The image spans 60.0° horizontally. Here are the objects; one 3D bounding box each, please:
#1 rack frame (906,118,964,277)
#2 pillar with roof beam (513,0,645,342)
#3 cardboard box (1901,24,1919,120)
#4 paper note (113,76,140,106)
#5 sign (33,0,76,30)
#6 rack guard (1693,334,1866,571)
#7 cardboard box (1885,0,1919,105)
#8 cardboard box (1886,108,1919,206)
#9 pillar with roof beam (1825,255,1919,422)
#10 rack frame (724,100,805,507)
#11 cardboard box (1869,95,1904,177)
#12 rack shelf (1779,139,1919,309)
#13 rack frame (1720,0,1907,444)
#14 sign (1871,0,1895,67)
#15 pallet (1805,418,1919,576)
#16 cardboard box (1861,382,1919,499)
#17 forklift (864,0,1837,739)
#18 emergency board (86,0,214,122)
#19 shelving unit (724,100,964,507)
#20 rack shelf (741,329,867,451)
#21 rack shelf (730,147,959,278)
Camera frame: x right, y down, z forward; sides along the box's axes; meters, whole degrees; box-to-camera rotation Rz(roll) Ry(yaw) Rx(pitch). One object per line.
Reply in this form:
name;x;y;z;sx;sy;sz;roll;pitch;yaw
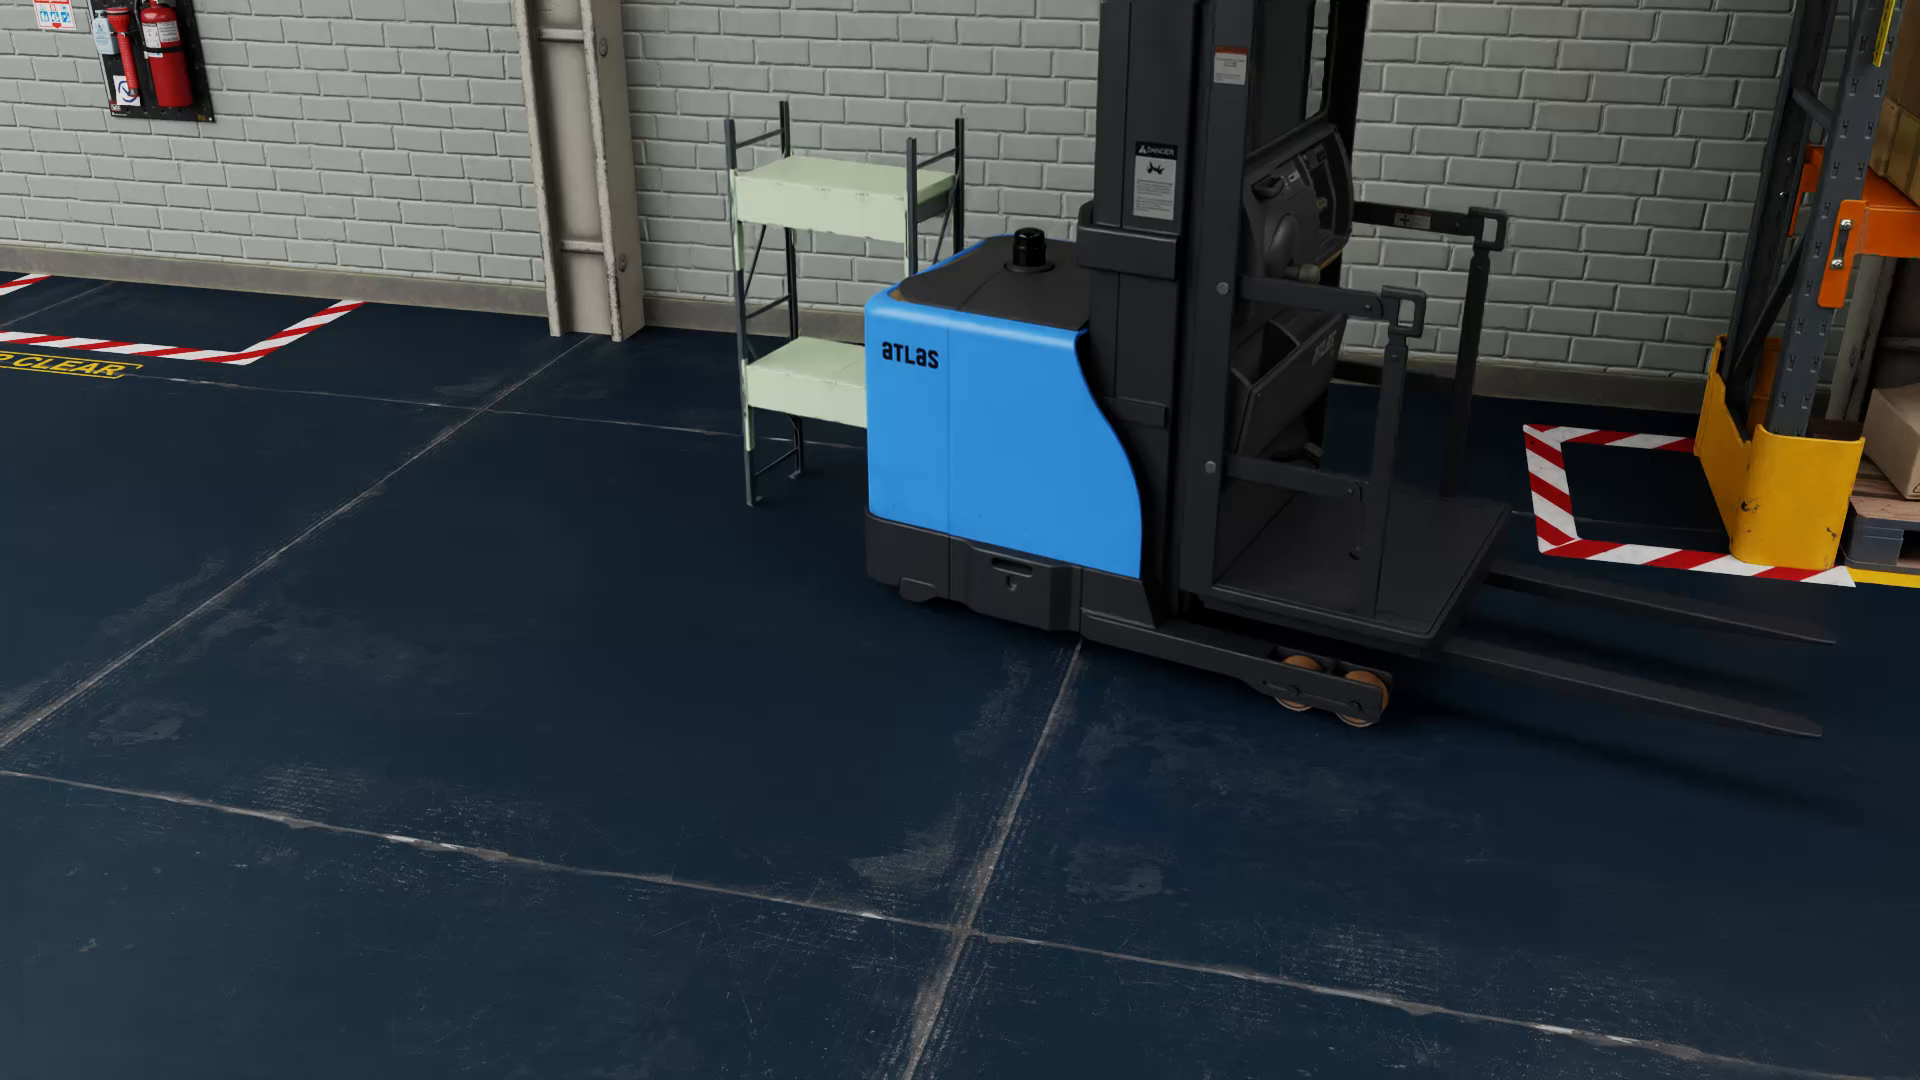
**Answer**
rack frame;-0.083;-0.746;6.073;0.023;1.500;0.400;12;28;24
pillar with roof beam;-2.920;-3.350;2.817;0.400;9.000;9.100;6;26;13
cardboard box;3.458;-1.609;5.420;0.500;0.500;0.500;6;26;13
paper note;-4.386;-2.364;8.750;0.142;0.148;0.016;6;26;13
sign;-4.741;-2.832;8.667;0.234;0.329;0.001;6;26;13
rack guard;3.144;-0.369;6.444;0.348;0.500;1.175;6;26;13
cardboard box;3.580;-1.824;5.870;0.500;0.500;0.500;6;26;12
cardboard box;3.464;-1.263;5.564;0.500;0.250;0.500;6;26;11
pillar with roof beam;2.891;-2.707;1.468;0.400;9.000;9.100;6;26;13
rack frame;-0.738;-0.887;6.368;0.023;1.500;0.400;12;28;24
cardboard box;3.571;-1.478;6.016;0.500;0.250;0.500;7;26;14
rack shelf;5.007;-0.967;5.628;4.000;0.370;1.077;6;26;13
rack frame;3.070;-1.506;5.923;0.127;3.000;1.000;6;26;13
sign;2.935;-1.671;5.263;0.005;0.325;0.100;6;26;13
pallet;3.922;-0.137;6.292;1.213;0.211;1.003;6;26;13
cardboard box;3.718;-0.379;6.172;0.500;0.311;0.500;3;26;7
forklift;1.211;-1.017;4.976;3.031;2.935;1.130;13;29;26
emergency board;-4.231;-2.714;8.461;0.643;1.169;0.194;6;26;13
shelving unit;-0.410;-0.817;6.220;0.755;1.500;0.431;12;28;24
rack shelf;-0.410;-0.522;6.360;0.720;0.370;0.431;12;28;24
rack shelf;-0.410;-1.169;6.053;0.720;0.370;0.431;12;28;24
